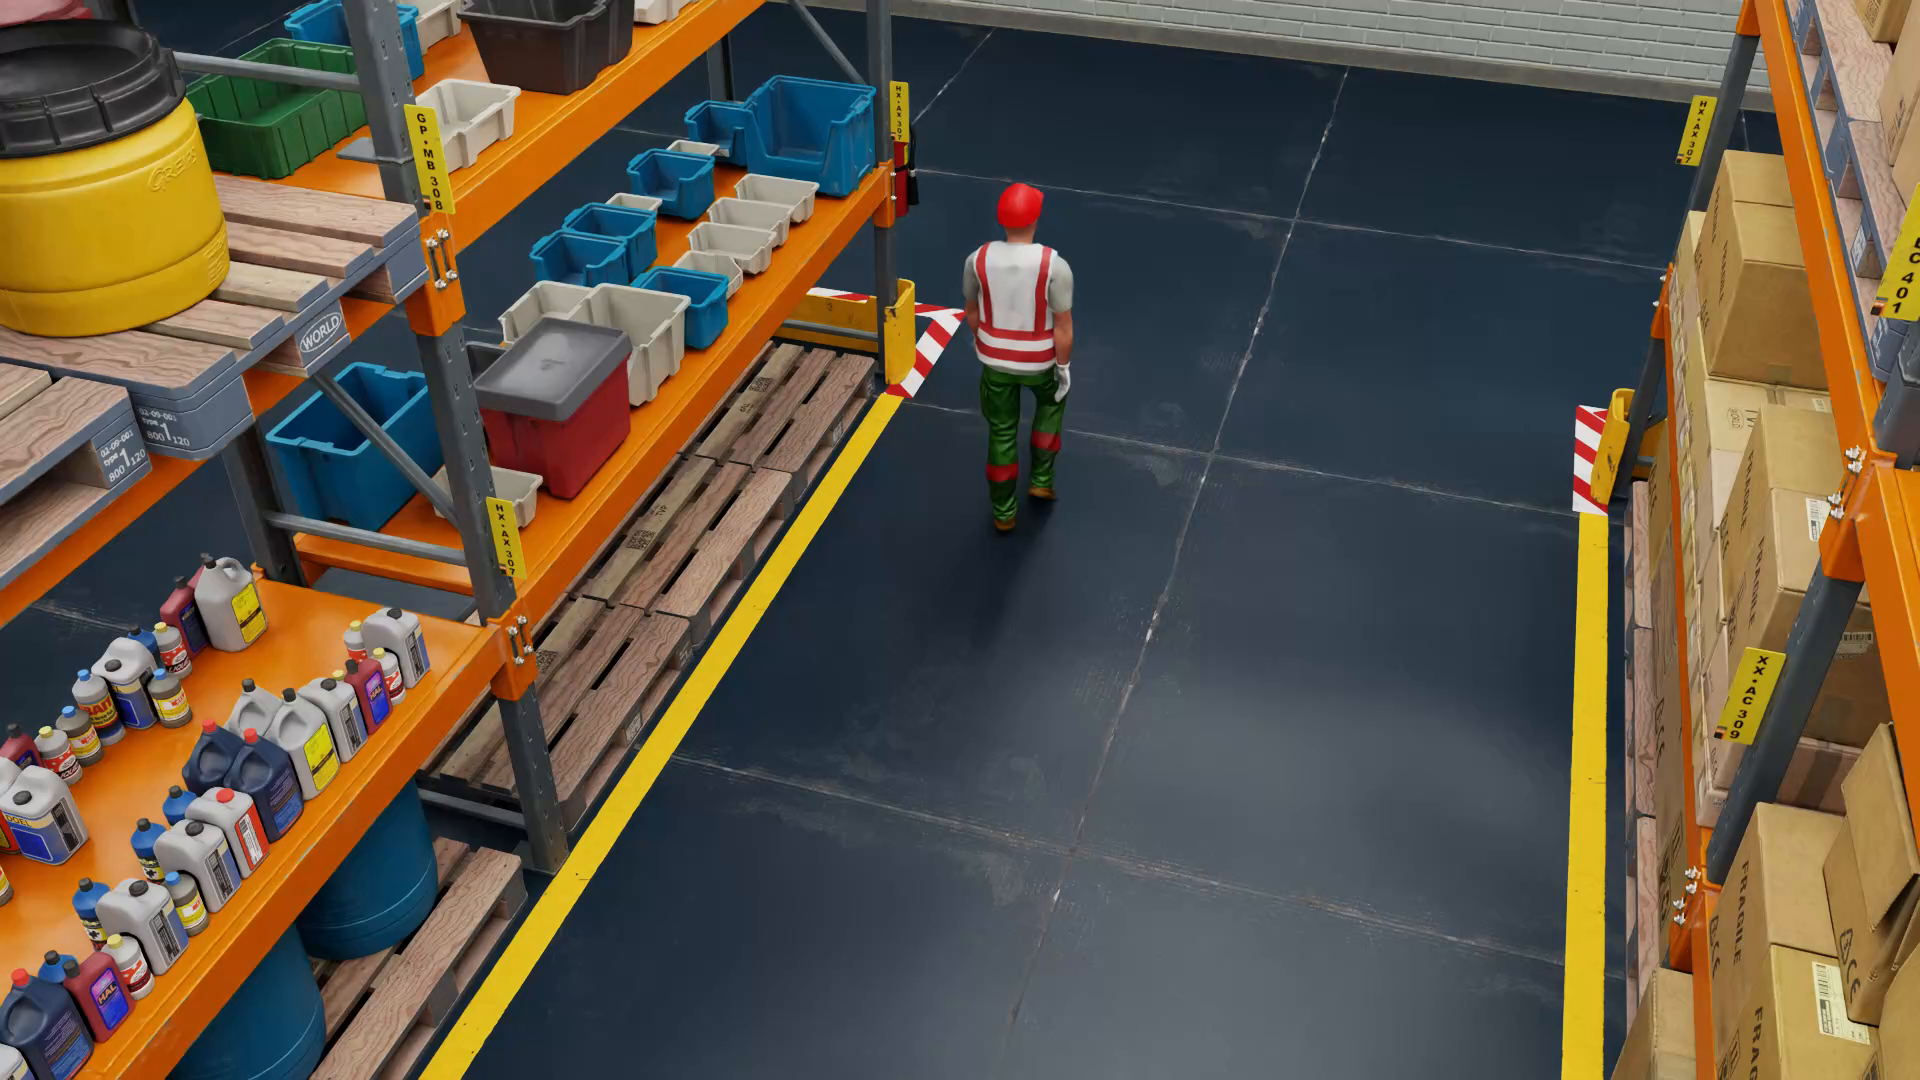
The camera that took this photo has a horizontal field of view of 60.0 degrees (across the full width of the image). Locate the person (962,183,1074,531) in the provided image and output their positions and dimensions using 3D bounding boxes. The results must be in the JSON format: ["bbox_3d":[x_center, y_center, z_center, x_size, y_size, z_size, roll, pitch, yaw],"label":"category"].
[{"bbox_3d":[0.286,-0.871,8.039,0.543,1.838,0.511,6,37,9],"label":"person"}]
